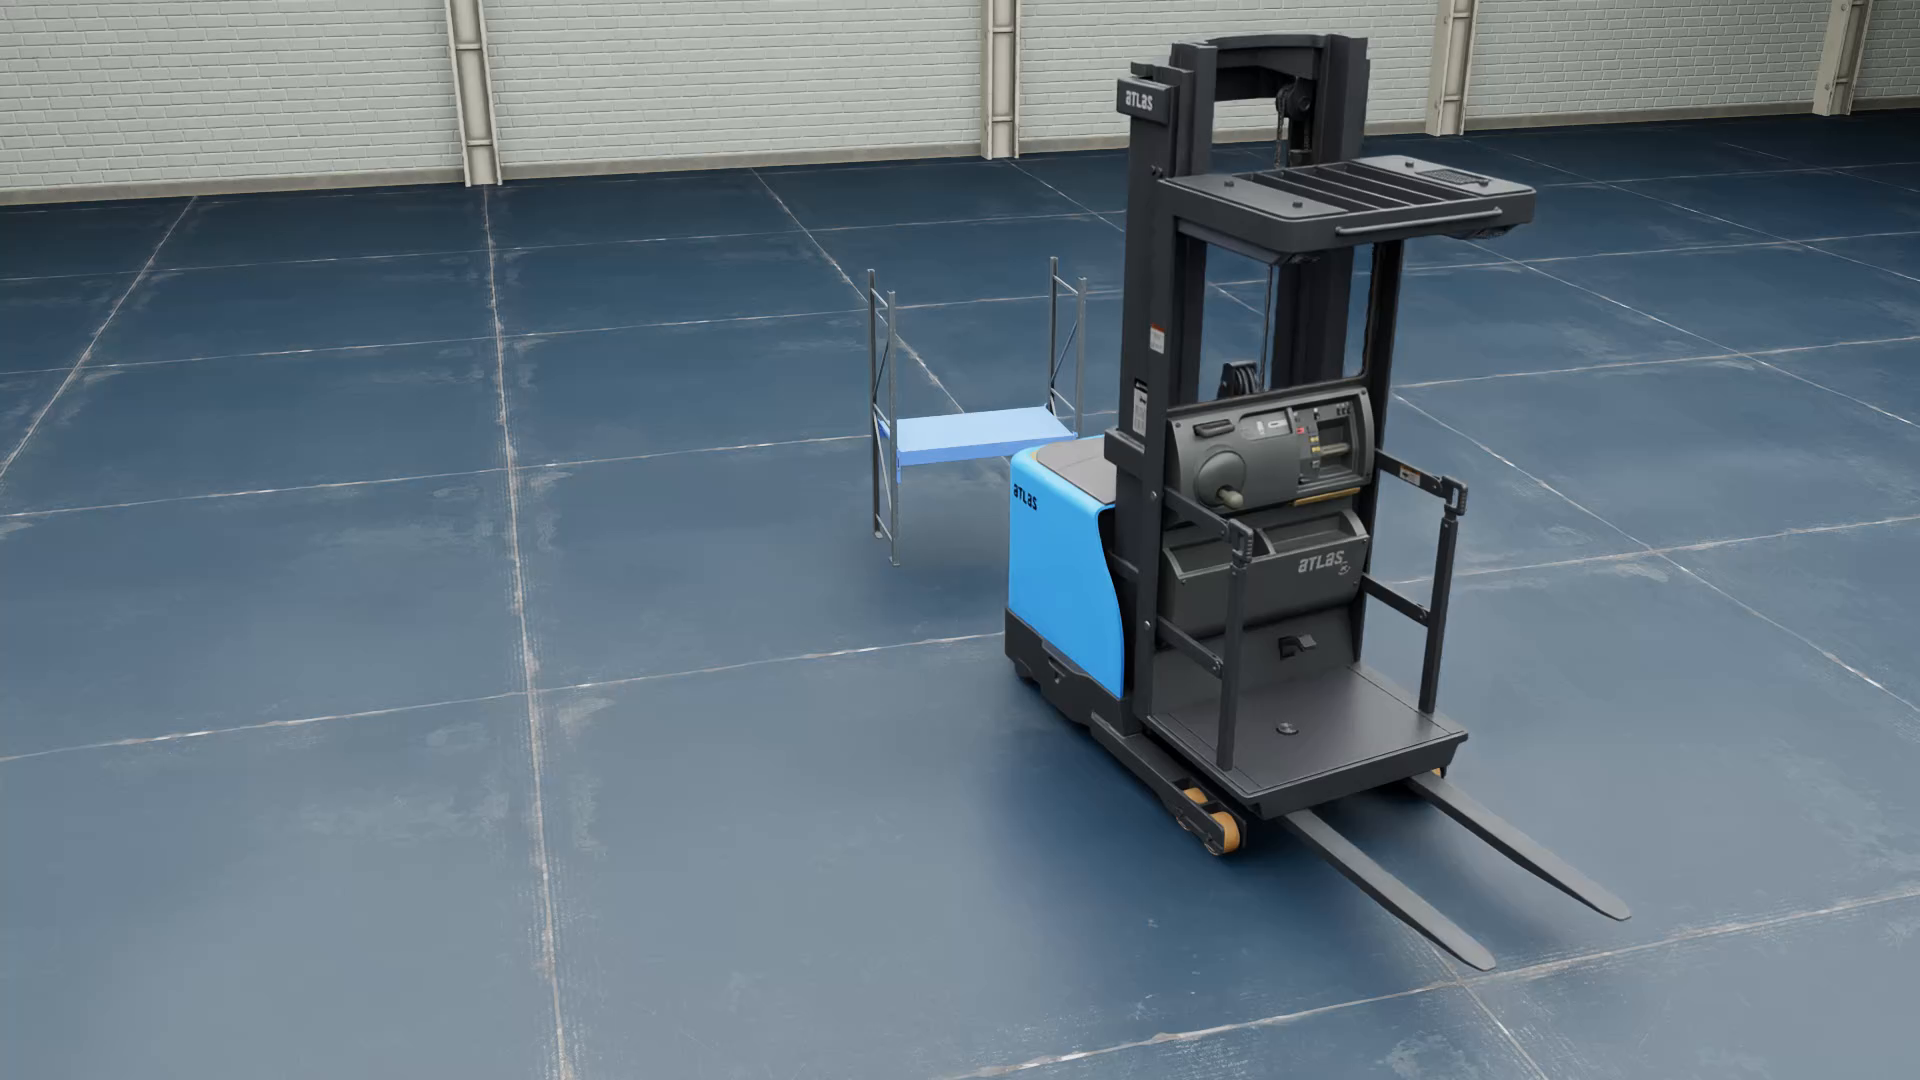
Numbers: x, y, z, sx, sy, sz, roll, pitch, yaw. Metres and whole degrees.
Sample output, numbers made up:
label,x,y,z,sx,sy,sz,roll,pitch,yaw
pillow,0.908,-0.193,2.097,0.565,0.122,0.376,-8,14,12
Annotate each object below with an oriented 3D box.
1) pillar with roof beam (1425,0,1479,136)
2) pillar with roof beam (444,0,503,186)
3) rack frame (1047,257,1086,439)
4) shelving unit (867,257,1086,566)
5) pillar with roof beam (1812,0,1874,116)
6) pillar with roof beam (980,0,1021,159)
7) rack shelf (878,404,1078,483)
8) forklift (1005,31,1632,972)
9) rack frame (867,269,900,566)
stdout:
label,x,y,z,sx,sy,sz,roll,pitch,yaw
pillar with roof beam,7.415,-7.756,15.915,0.400,9.000,9.100,-6,24,-14
pillar with roof beam,-4.139,-6.478,12.936,0.400,9.000,9.100,-6,24,-14
rack frame,0.572,-0.752,9.102,0.032,1.500,0.500,-6,24,-14
shelving unit,0.082,-0.698,8.975,1.048,1.500,0.538,-6,24,-14
pillar with roof beam,13.192,-8.396,17.404,0.400,9.000,9.100,-6,24,-14
pillar with roof beam,1.638,-7.117,14.425,0.400,9.000,9.100,-6,24,-14
rack shelf,0.082,-0.533,9.046,1.000,0.185,0.538,-6,24,-14
forklift,1.324,-0.331,6.304,1.130,2.935,3.031,-11,26,-24
rack frame,-0.407,-0.644,8.849,0.032,1.500,0.500,-6,24,-14
